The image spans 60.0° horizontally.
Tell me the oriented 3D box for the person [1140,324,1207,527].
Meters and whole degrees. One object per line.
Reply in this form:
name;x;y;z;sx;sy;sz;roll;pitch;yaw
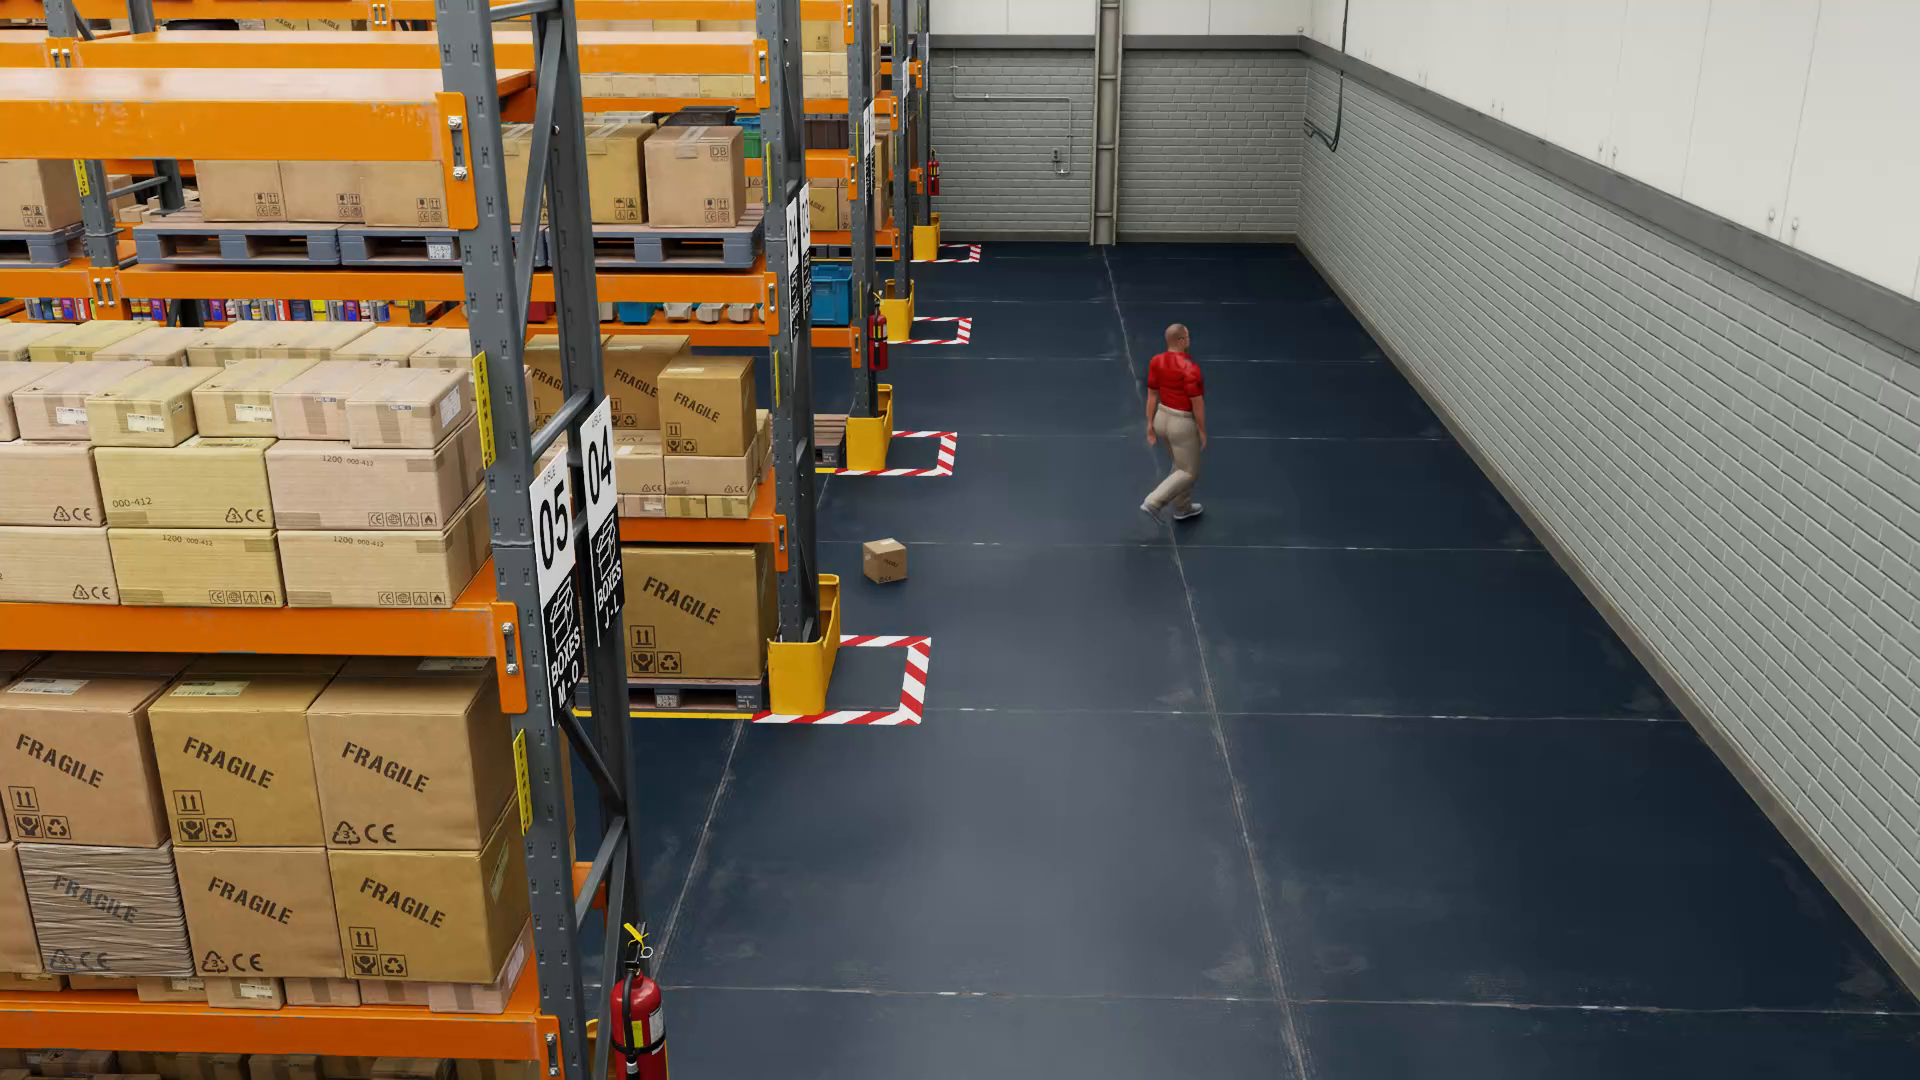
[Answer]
person;1.762;-0.923;13.528;0.865;1.689;0.545;-15;25;-34
